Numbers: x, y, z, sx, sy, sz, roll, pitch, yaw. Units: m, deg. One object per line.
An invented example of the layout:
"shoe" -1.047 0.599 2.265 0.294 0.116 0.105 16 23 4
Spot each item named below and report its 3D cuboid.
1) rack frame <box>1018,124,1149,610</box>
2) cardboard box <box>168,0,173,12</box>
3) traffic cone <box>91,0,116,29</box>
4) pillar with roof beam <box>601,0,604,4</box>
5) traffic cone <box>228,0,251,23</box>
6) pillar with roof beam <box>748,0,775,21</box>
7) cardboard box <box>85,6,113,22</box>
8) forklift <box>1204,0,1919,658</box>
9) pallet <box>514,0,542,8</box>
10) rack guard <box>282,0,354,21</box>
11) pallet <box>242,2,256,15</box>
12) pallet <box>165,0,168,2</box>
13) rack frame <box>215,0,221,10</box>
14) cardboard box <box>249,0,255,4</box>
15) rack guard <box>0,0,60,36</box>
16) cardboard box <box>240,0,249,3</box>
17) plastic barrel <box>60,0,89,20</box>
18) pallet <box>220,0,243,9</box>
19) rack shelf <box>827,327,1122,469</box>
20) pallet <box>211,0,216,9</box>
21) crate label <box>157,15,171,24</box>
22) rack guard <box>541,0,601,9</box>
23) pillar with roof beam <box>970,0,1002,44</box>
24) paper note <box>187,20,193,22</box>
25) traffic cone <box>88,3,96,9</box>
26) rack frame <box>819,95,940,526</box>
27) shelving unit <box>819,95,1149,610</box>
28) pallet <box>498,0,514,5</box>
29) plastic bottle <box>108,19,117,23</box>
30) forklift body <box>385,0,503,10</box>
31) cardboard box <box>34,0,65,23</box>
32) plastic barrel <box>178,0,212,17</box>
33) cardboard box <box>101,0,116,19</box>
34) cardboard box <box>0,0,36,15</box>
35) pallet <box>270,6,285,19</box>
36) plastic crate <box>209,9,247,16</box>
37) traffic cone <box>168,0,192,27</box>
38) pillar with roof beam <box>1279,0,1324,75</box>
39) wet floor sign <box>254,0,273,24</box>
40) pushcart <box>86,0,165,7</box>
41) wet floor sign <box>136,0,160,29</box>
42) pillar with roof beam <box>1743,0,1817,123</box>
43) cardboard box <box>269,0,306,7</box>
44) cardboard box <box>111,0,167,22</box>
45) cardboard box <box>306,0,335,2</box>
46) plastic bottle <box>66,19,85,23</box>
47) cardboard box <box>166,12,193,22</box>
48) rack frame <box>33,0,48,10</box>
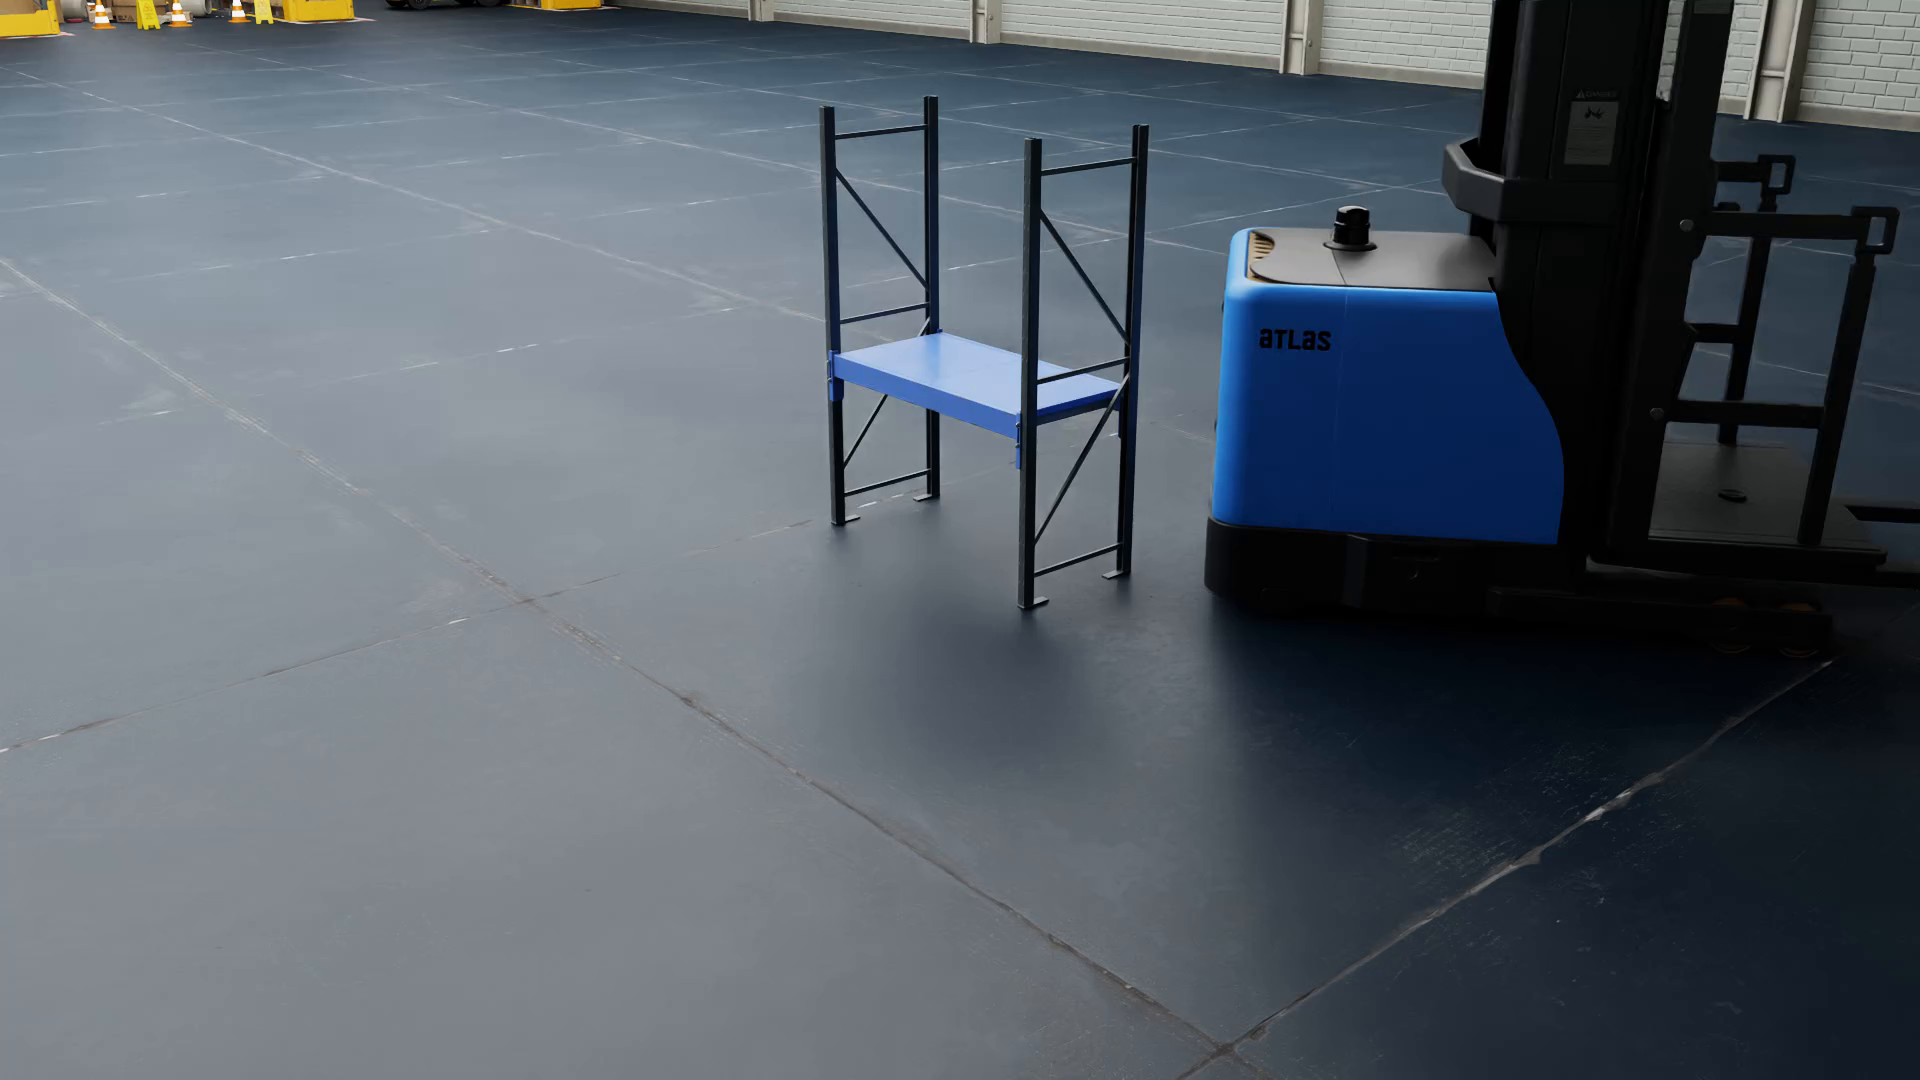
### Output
"rack frame" 0.388 -0.534 5.292 0.500 1.500 0.032 -17 27 -37
"cardboard box" -14.371 -10.035 30.917 0.500 0.500 0.500 0 21 -1
"traffic cone" -14.383 -8.810 27.843 0.336 0.463 0.334 -17 27 -37
"pillar with roof beam" -10.703 -14.071 29.571 9.100 9.000 0.400 -17 27 -37
"traffic cone" -12.686 -9.343 29.205 0.336 0.463 0.334 -17 27 -37
"pillar with roof beam" -6.787 -12.413 25.338 9.100 9.000 0.400 -17 27 -37
"cardboard box" -15.206 -9.302 29.370 0.396 0.266 0.258 -12 25 -28
"forklift" 2.362 -1.215 5.066 3.031 2.935 1.130 4 22 9
"pallet" -8.201 -10.799 33.265 1.003 0.211 1.213 -17 27 -37
"rack guard" -11.478 -9.570 29.732 1.175 0.500 0.348 -17 27 -37
"pallet" -12.773 -10.005 31.240 1.003 0.211 1.213 -17 27 -37
"pallet" -16.141 -11.409 34.822 1.003 0.211 1.213 -17 27 -37
"rack frame" -14.039 -11.818 32.044 1.000 3.000 0.127 -17 27 -37
"cardboard box" -12.838 -10.076 30.790 0.500 0.250 0.500 -19 28 -39
"rack guard" -15.097 -8.336 26.582 1.175 0.500 0.348 -17 27 -37
"cardboard box" -13.153 -10.215 31.147 0.500 0.250 0.500 -18 28 -38
"plastic barrel" -15.821 -9.464 29.566 0.512 0.421 0.421 0 21 -1
"pallet" -13.574 -10.343 32.101 1.003 0.211 1.213 -17 27 -37
"rack shelf" 0.056 -0.507 5.716 0.538 0.185 1.000 -17 27 -37
"pallet" -14.549 -10.734 33.101 1.003 0.211 1.213 -17 27 -37
"crate label" -13.865 -9.036 28.866 0.298 0.136 0.250 7 23 18
"rack guard" -7.655 -10.725 32.681 1.175 0.500 0.348 -17 27 -37
"pillar with roof beam" -2.870 -10.756 21.106 9.100 9.000 0.400 -17 27 -37
"paper note" -13.553 -9.118 29.221 0.142 0.019 0.148 12 24 27
"traffic cone" -16.856 -10.488 32.128 0.336 0.463 0.334 -17 27 -37
"rack frame" -0.276 -0.815 6.009 0.500 1.500 0.032 -17 27 -37
"shelving unit" 0.056 -0.675 5.650 0.538 1.500 1.048 -17 27 -37
"pallet" -8.993 -11.135 34.125 1.003 0.211 1.213 -17 27 -37
"plastic bottle" -14.899 -9.088 29.104 0.283 0.061 0.133 12 24 27
"forklift body" -10.290 -11.590 32.626 2.313 2.155 1.214 -17 27 -37
"cardboard box" -15.932 -9.264 28.949 0.500 0.500 0.500 -12 25 -28
"plastic barrel" -13.923 -9.724 30.229 0.512 0.421 0.421 0 21 -1
"cardboard box" -15.109 -9.753 30.008 0.797 0.637 0.503 -17 27 -37
"cardboard box" -15.605 -8.884 26.892 0.875 0.875 0.875 -17 27 -37
"pallet" -11.981 -9.668 30.379 1.003 0.211 1.213 -17 27 -37
"plastic crate" -13.636 -9.830 30.971 0.583 0.080 0.402 12 24 27
"traffic cone" -13.305 -8.985 28.290 0.336 0.463 0.334 -17 27 -37
"pillar with roof beam" 1.046 -9.098 16.873 9.100 9.000 0.400 -17 27 -37
"wet floor sign" -12.115 -9.309 28.868 0.267 0.644 0.232 -8 23 -19
"pushcart" -15.734 -10.040 31.102 0.936 0.377 1.648 12 24 27
"wet floor sign" -13.593 -8.874 27.755 0.232 0.644 0.267 17 27 36
"pillar with roof beam" 4.963 -7.440 12.641 9.100 9.000 0.400 -17 27 -37
"cardboard box" -12.175 -9.794 30.071 0.500 0.250 0.500 -18 27 -38
"cardboard box" -14.493 -9.433 29.378 0.637 0.503 0.797 3 22 9
"cardboard box" -11.745 -9.917 30.385 0.500 0.250 0.500 -18 28 -38
"plastic bottle" -15.470 -9.085 29.095 0.133 0.061 0.283 12 24 27
"cardboard box" -13.814 -9.267 29.439 0.380 0.149 0.250 -4 22 -10
"rack frame" -15.112 -9.507 26.143 1.000 3.000 0.127 -17 27 -37
